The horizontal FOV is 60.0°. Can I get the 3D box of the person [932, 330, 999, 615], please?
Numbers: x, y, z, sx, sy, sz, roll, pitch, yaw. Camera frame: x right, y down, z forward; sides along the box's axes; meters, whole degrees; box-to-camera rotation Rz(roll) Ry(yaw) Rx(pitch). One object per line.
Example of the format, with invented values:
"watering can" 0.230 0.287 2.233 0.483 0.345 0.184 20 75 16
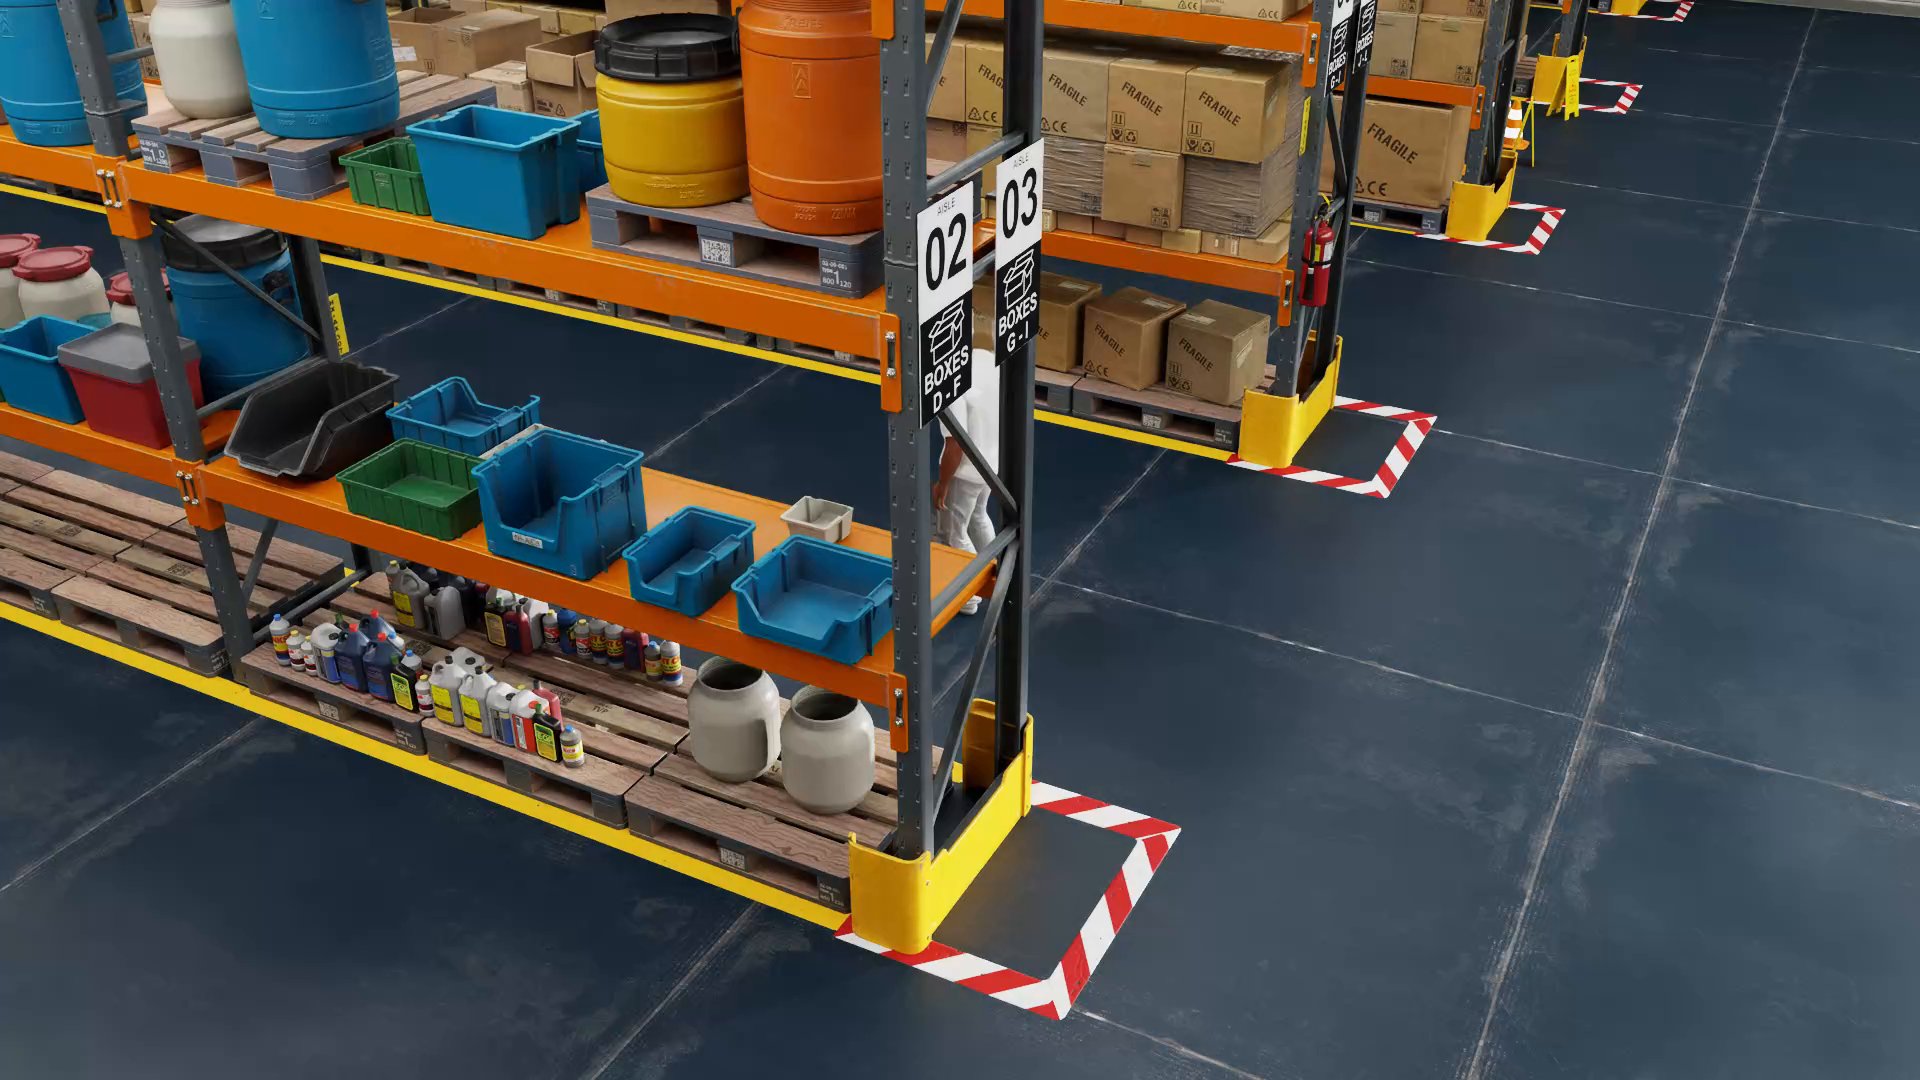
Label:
"person" 0.014 -0.424 9.013 0.462 1.759 0.633 12 32 20
